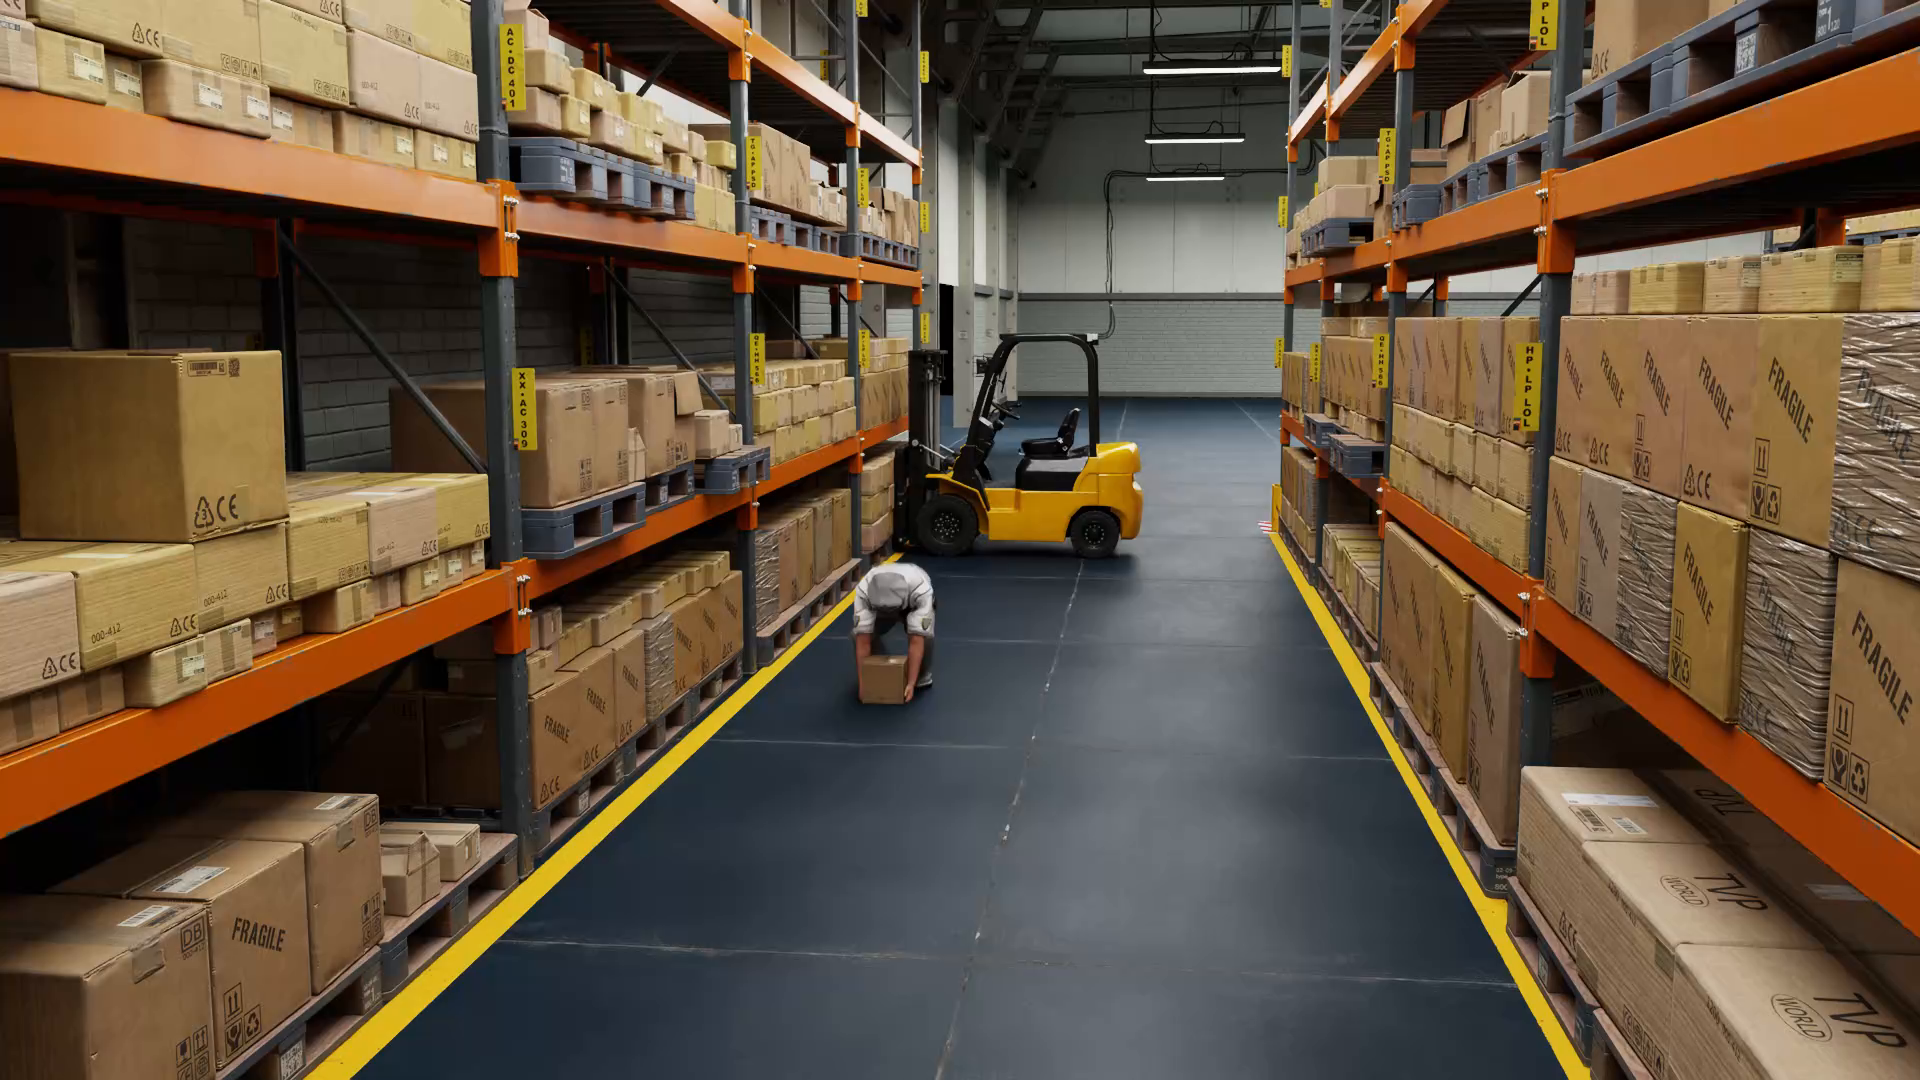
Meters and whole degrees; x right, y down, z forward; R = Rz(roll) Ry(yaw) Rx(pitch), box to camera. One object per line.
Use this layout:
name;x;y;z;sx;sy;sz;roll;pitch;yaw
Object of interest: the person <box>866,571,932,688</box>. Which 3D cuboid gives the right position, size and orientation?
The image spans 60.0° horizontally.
person;-0.427;0.549;10.256;0.449;0.807;0.858;1;8;9
